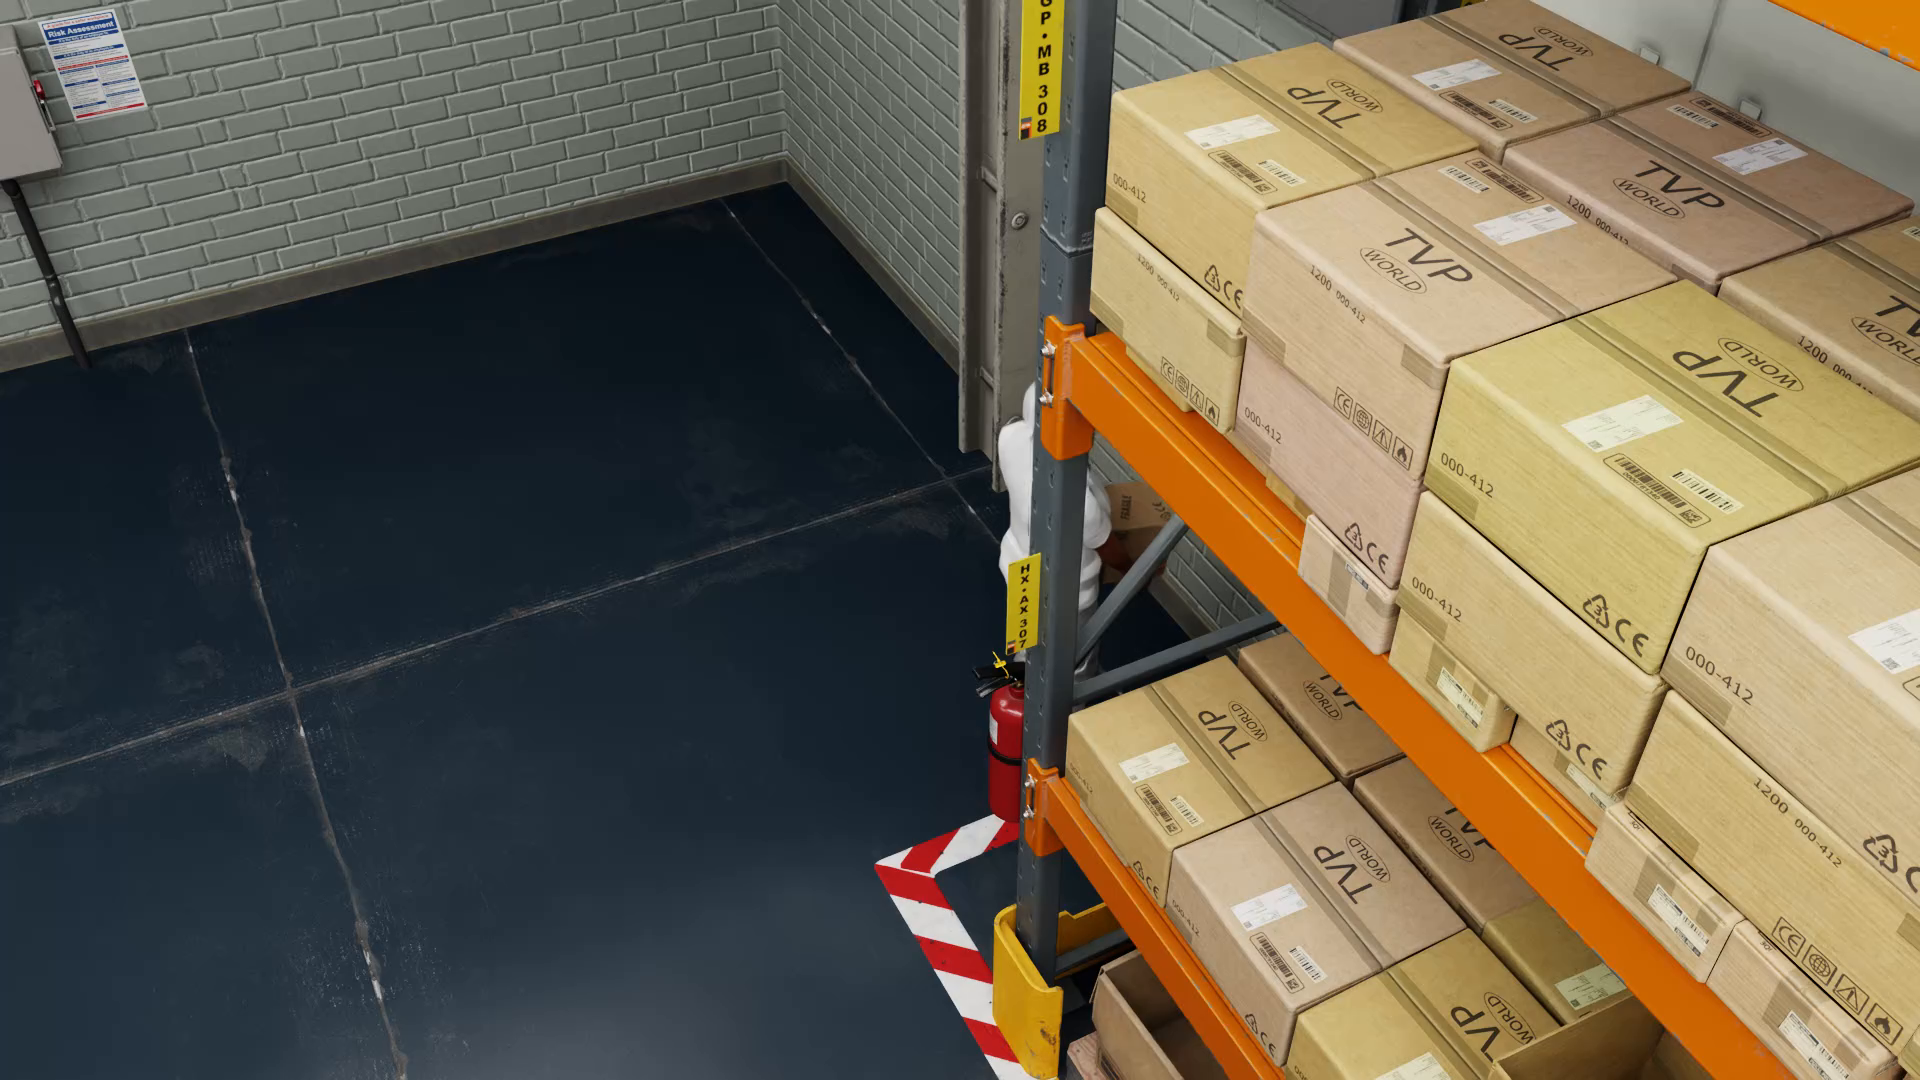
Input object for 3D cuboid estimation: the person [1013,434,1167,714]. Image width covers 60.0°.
[{"bbox_3d":[0.447,0.095,6.014,0.537,1.666,0.472,-14,43,-15],"label":"person"}]
